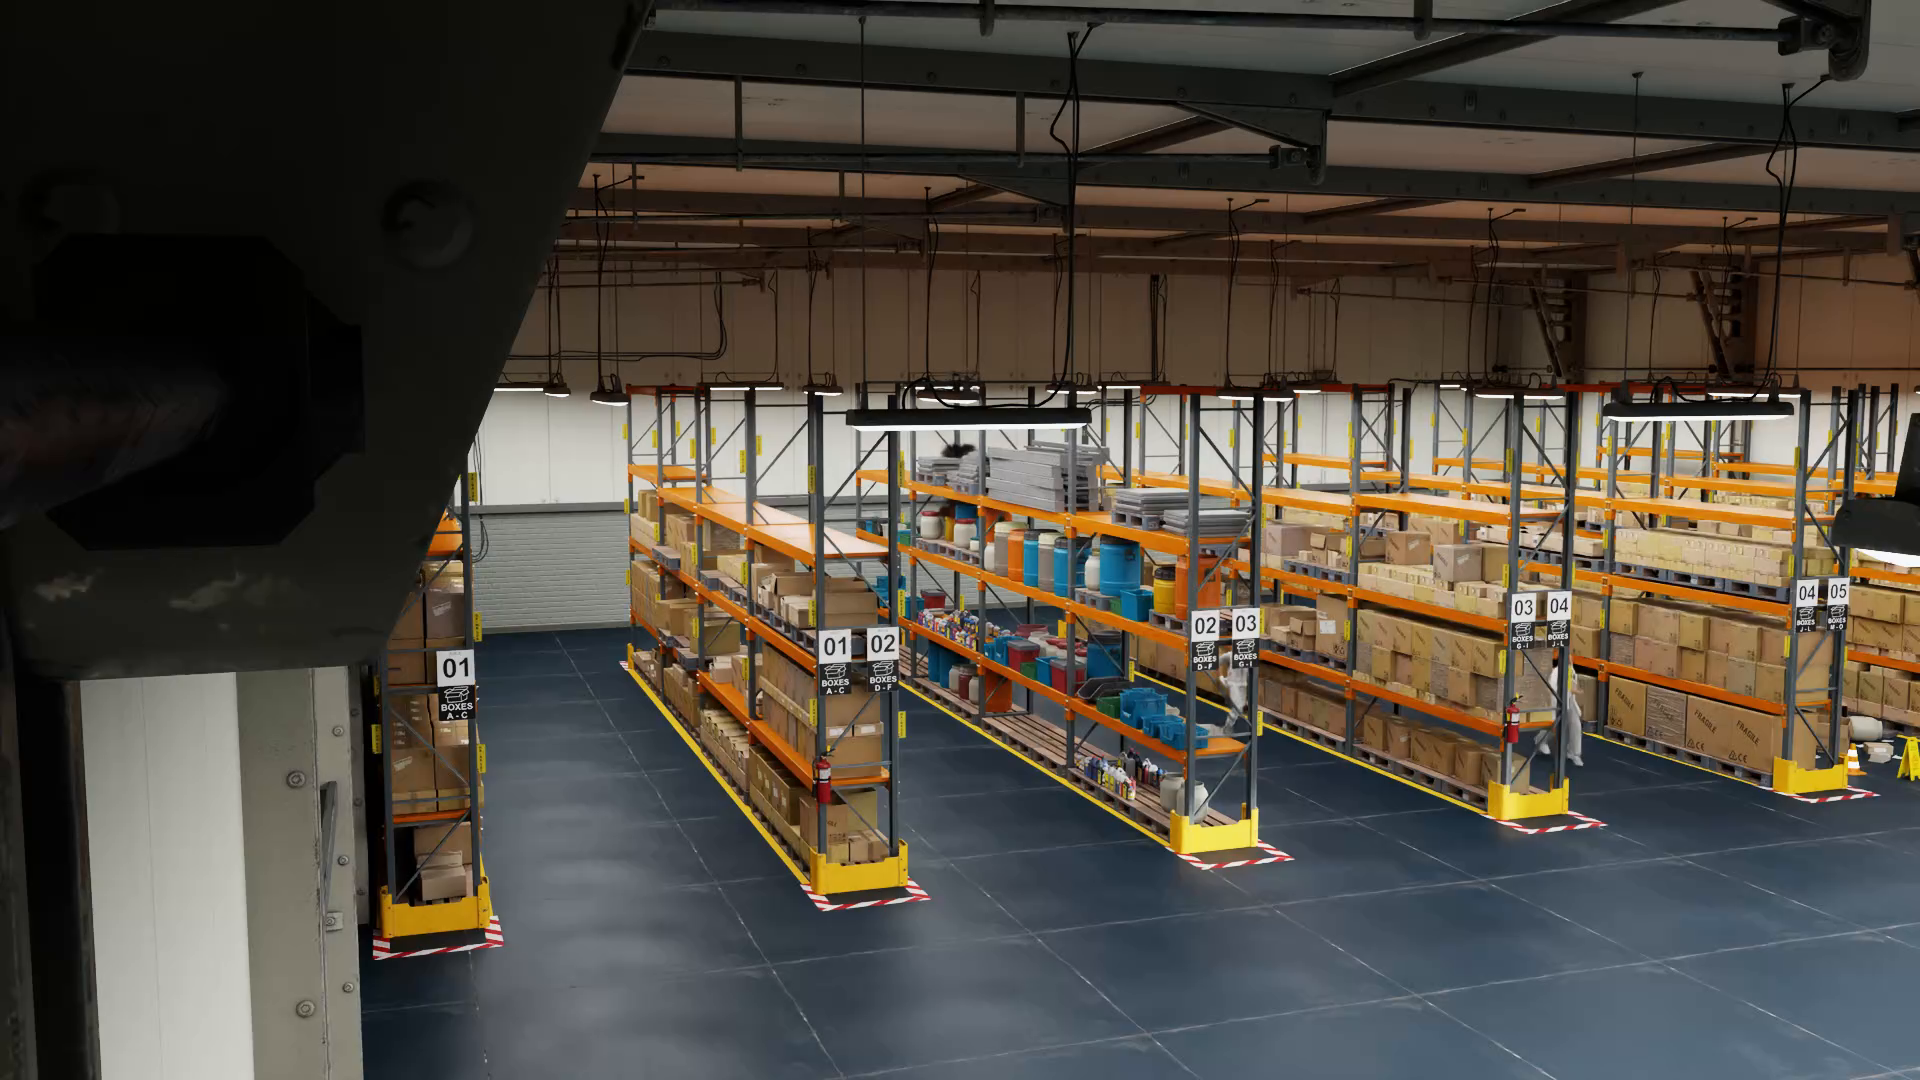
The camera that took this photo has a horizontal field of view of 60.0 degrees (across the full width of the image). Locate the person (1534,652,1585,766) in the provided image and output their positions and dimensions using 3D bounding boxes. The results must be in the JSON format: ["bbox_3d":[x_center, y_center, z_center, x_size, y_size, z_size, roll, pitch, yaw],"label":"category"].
[{"bbox_3d":[9.684,2.699,26.828,0.738,1.853,0.972,-4,7,-34],"label":"person"}]

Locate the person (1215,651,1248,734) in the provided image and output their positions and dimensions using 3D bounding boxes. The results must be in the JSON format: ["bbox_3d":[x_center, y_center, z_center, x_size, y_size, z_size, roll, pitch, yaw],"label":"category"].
[{"bbox_3d":[4.757,2.510,28.448,0.651,1.736,0.684,-3,6,-24],"label":"person"}]
